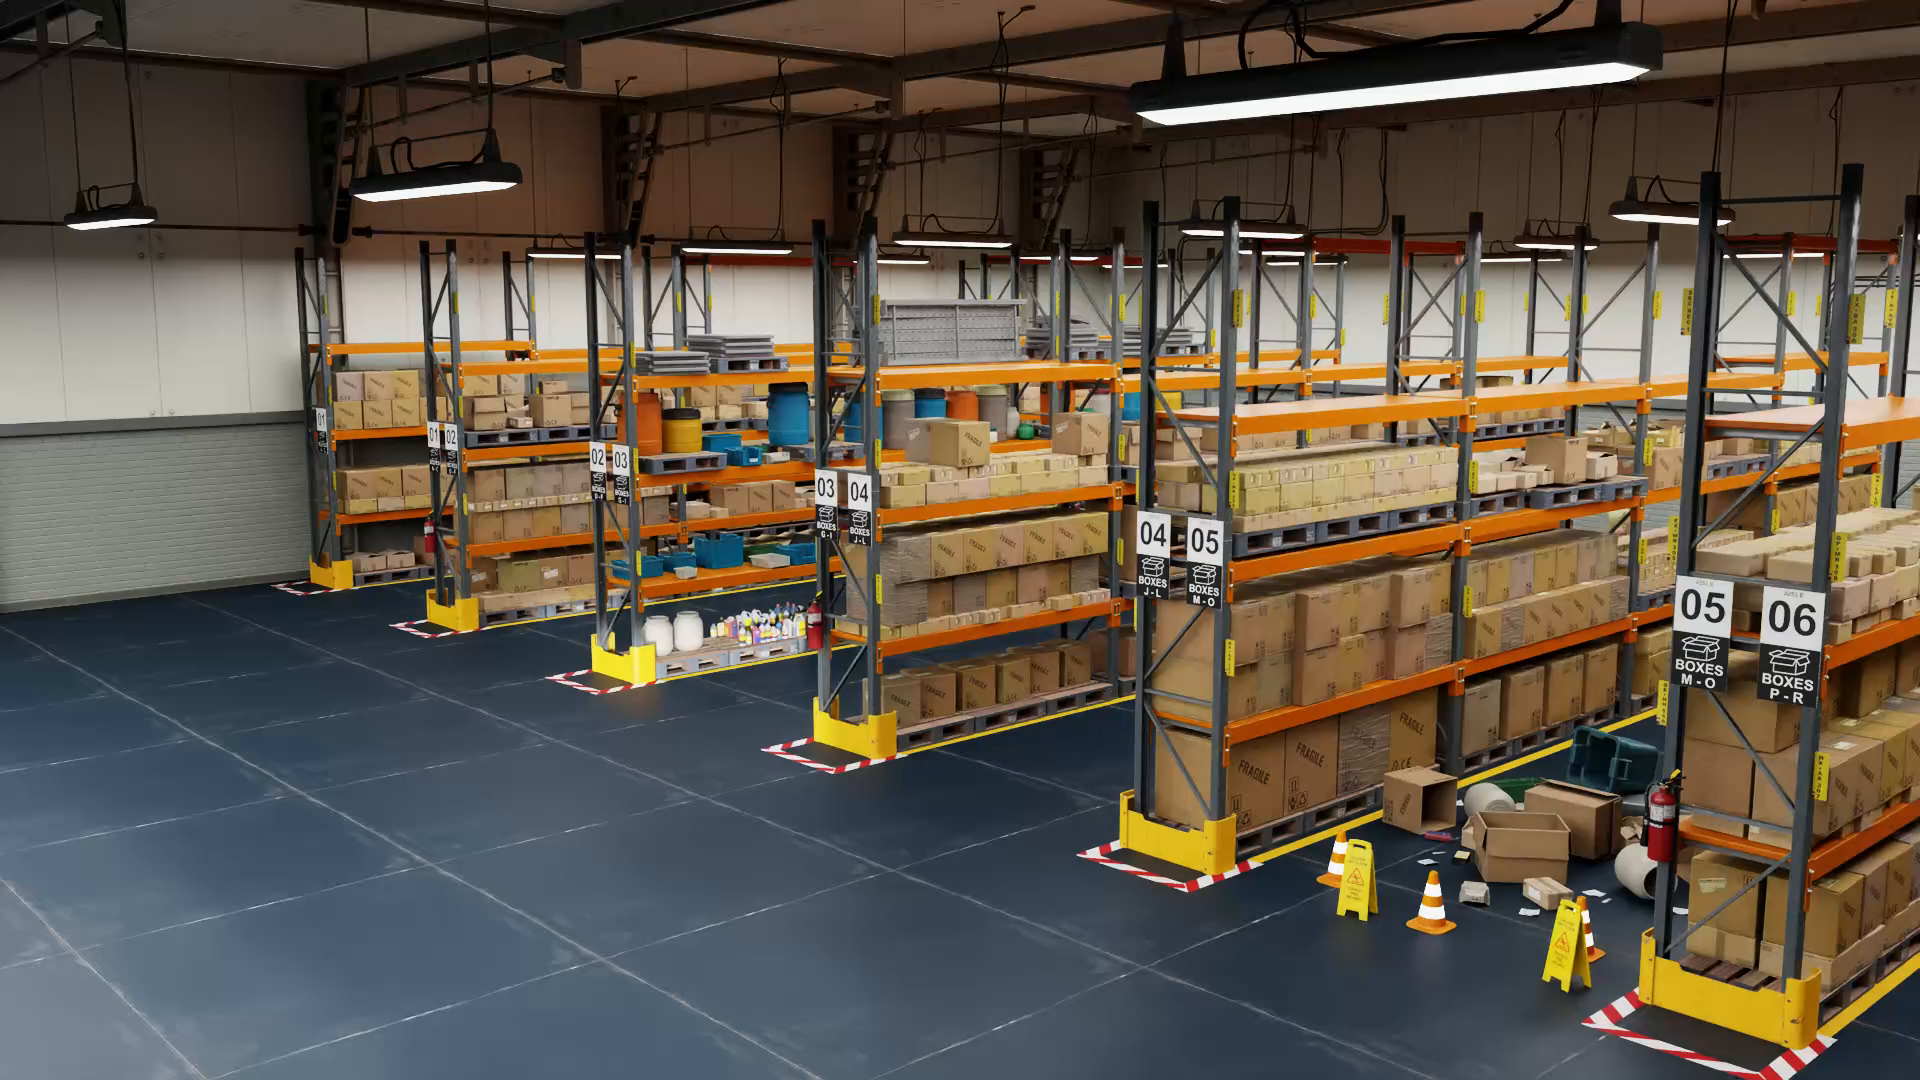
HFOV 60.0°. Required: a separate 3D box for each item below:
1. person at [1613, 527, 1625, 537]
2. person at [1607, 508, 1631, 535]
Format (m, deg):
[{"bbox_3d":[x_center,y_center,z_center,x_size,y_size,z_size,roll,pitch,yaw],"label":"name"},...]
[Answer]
[{"bbox_3d":[10.029,0.650,25.255,0.992,1.700,0.536,-8,11,-42],"label":"person"},{"bbox_3d":[11.743,-0.004,29.743,0.481,1.685,0.531,7,11,40],"label":"person"}]
